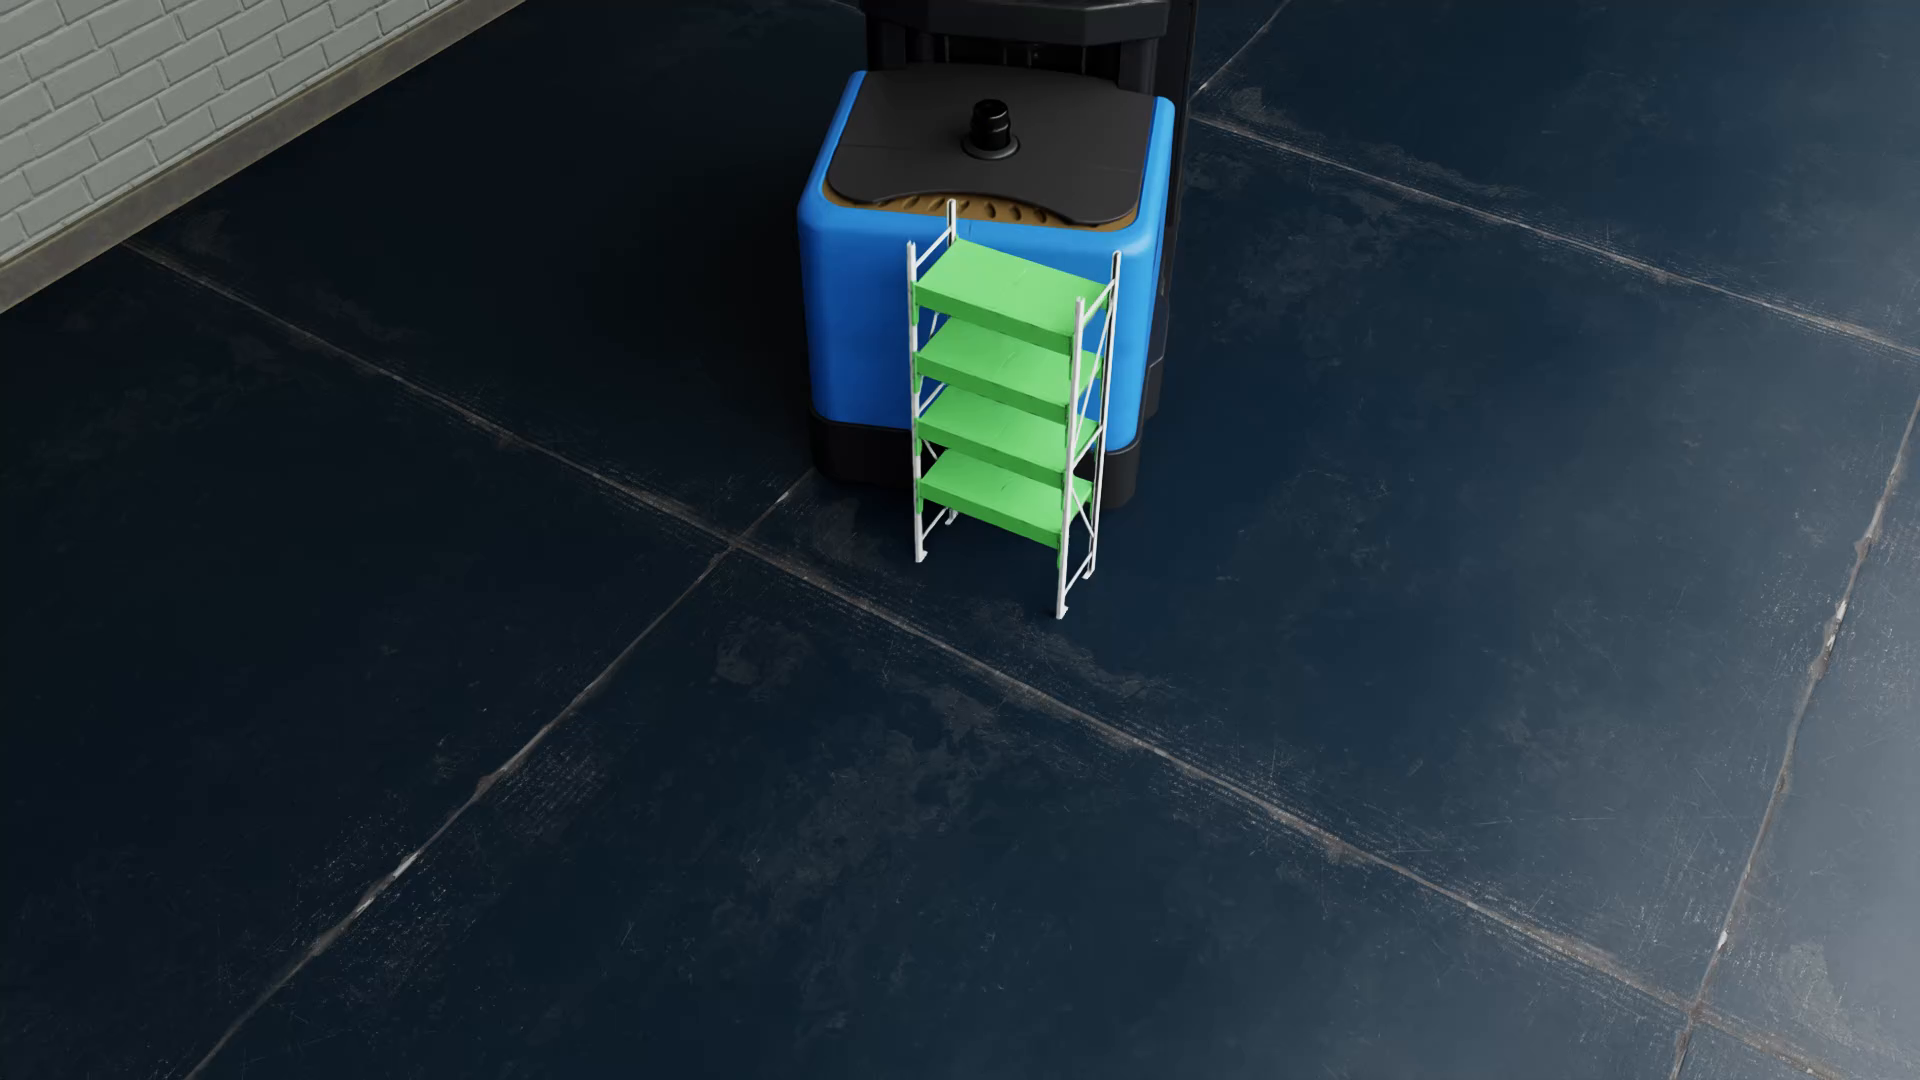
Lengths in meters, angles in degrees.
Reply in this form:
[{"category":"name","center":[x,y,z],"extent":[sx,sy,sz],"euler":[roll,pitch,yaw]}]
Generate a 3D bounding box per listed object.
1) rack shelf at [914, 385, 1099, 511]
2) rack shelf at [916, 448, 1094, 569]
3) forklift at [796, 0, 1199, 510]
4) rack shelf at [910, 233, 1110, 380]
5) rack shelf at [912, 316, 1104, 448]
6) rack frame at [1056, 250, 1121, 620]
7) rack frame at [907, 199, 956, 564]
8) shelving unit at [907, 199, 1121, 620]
[{"category":"rack shelf","center":[0.139,-0.293,4.787],"extent":[0.480,0.148,0.258],"euler":[21,50,19]},{"category":"rack shelf","center":[0.139,-0.126,4.959],"extent":[0.480,0.148,0.258],"euler":[21,50,19]},{"category":"forklift","center":[0.272,-2.187,5.331],"extent":[1.130,2.935,3.031],"euler":[7,46,7]},{"category":"rack shelf","center":[0.139,-0.628,4.443],"extent":[0.480,0.148,0.258],"euler":[21,50,19]},{"category":"rack shelf","center":[0.139,-0.460,4.615],"extent":[0.480,0.148,0.258],"euler":[21,50,19]},{"category":"rack frame","center":[0.353,-0.254,4.660],"extent":[0.015,1.200,0.240],"euler":[21,50,19]},{"category":"rack frame","center":[-0.076,-0.421,4.823],"extent":[0.015,1.200,0.240],"euler":[21,50,19]},{"category":"shelving unit","center":[0.139,-0.338,4.742],"extent":[0.503,1.200,0.258],"euler":[21,50,19]}]
